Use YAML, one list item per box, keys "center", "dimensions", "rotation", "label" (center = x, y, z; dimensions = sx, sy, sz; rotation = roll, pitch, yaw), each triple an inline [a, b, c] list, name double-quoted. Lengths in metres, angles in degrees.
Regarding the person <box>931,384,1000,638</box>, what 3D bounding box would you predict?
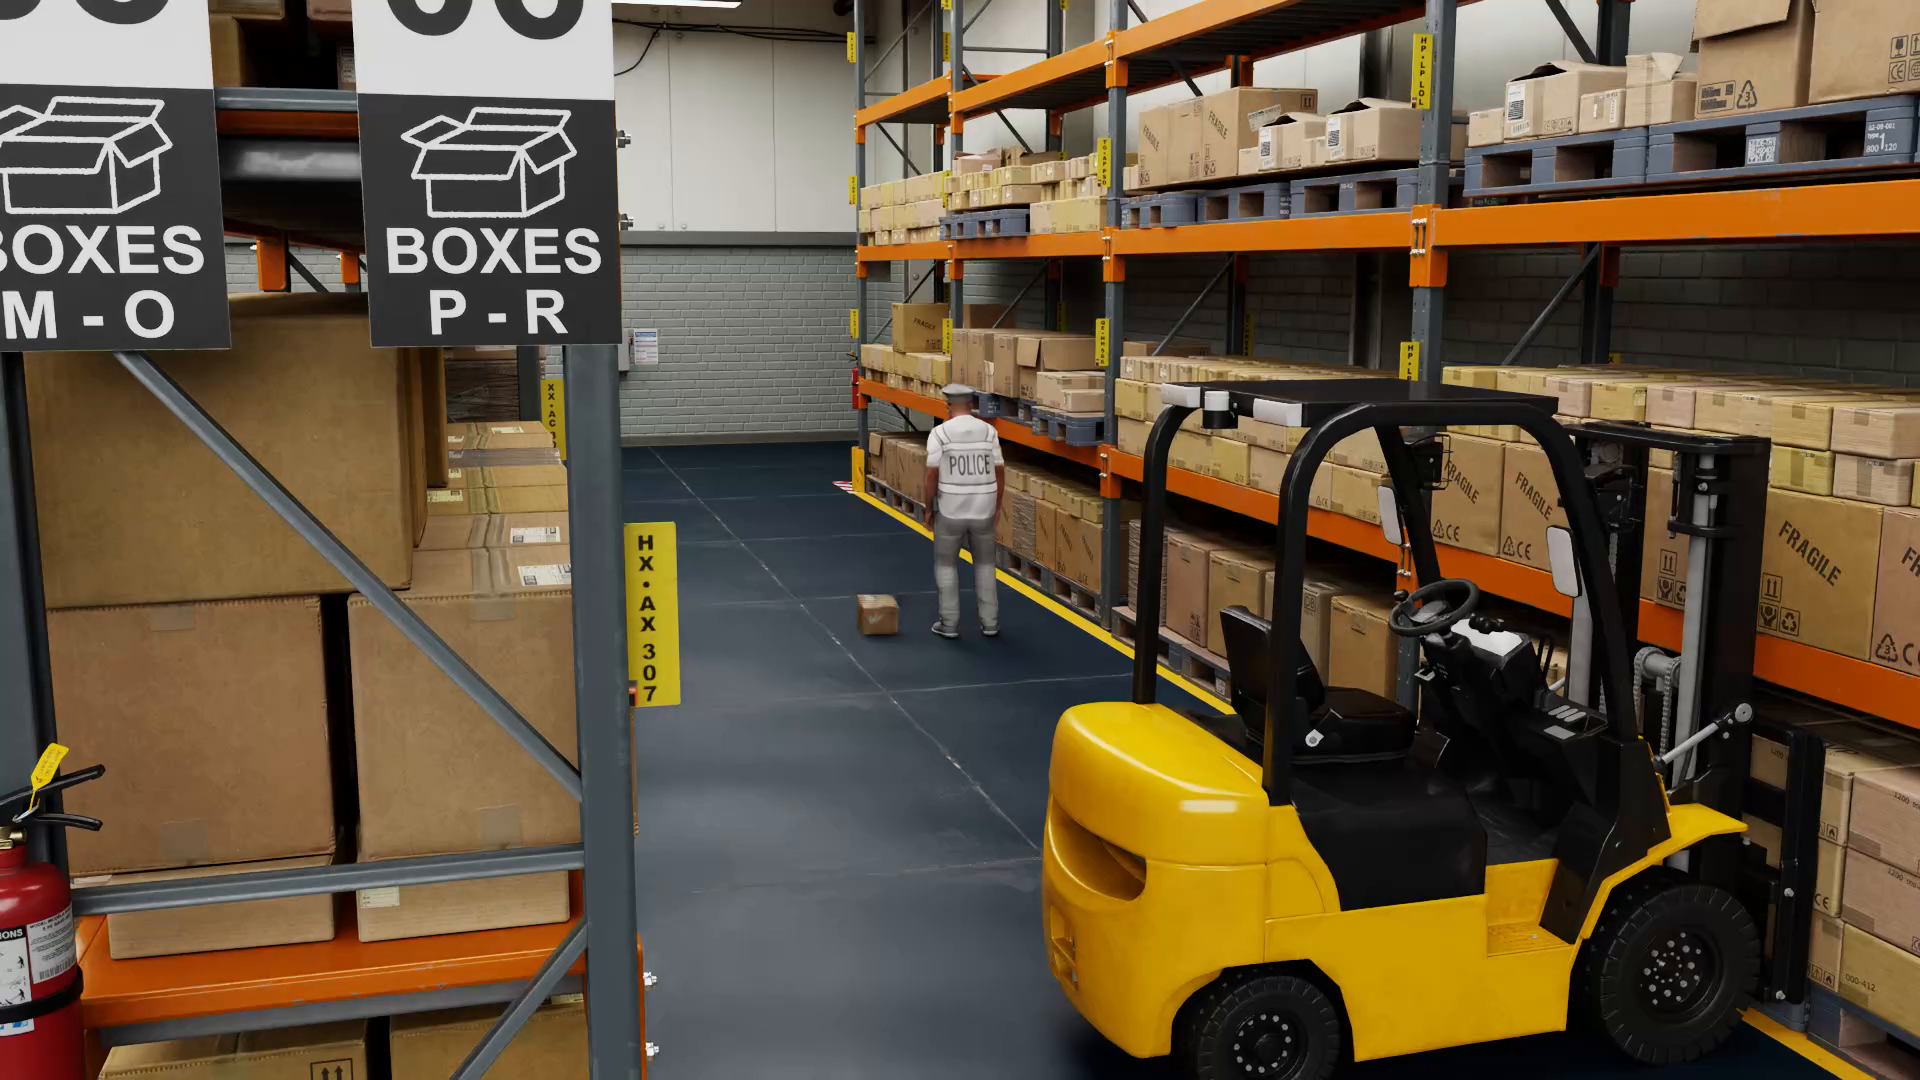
- center: [0.057, -0.205, 11.618]
  dimensions: [0.495, 1.748, 0.324]
  rotation: [-2, 9, -14]
  label: "person"
